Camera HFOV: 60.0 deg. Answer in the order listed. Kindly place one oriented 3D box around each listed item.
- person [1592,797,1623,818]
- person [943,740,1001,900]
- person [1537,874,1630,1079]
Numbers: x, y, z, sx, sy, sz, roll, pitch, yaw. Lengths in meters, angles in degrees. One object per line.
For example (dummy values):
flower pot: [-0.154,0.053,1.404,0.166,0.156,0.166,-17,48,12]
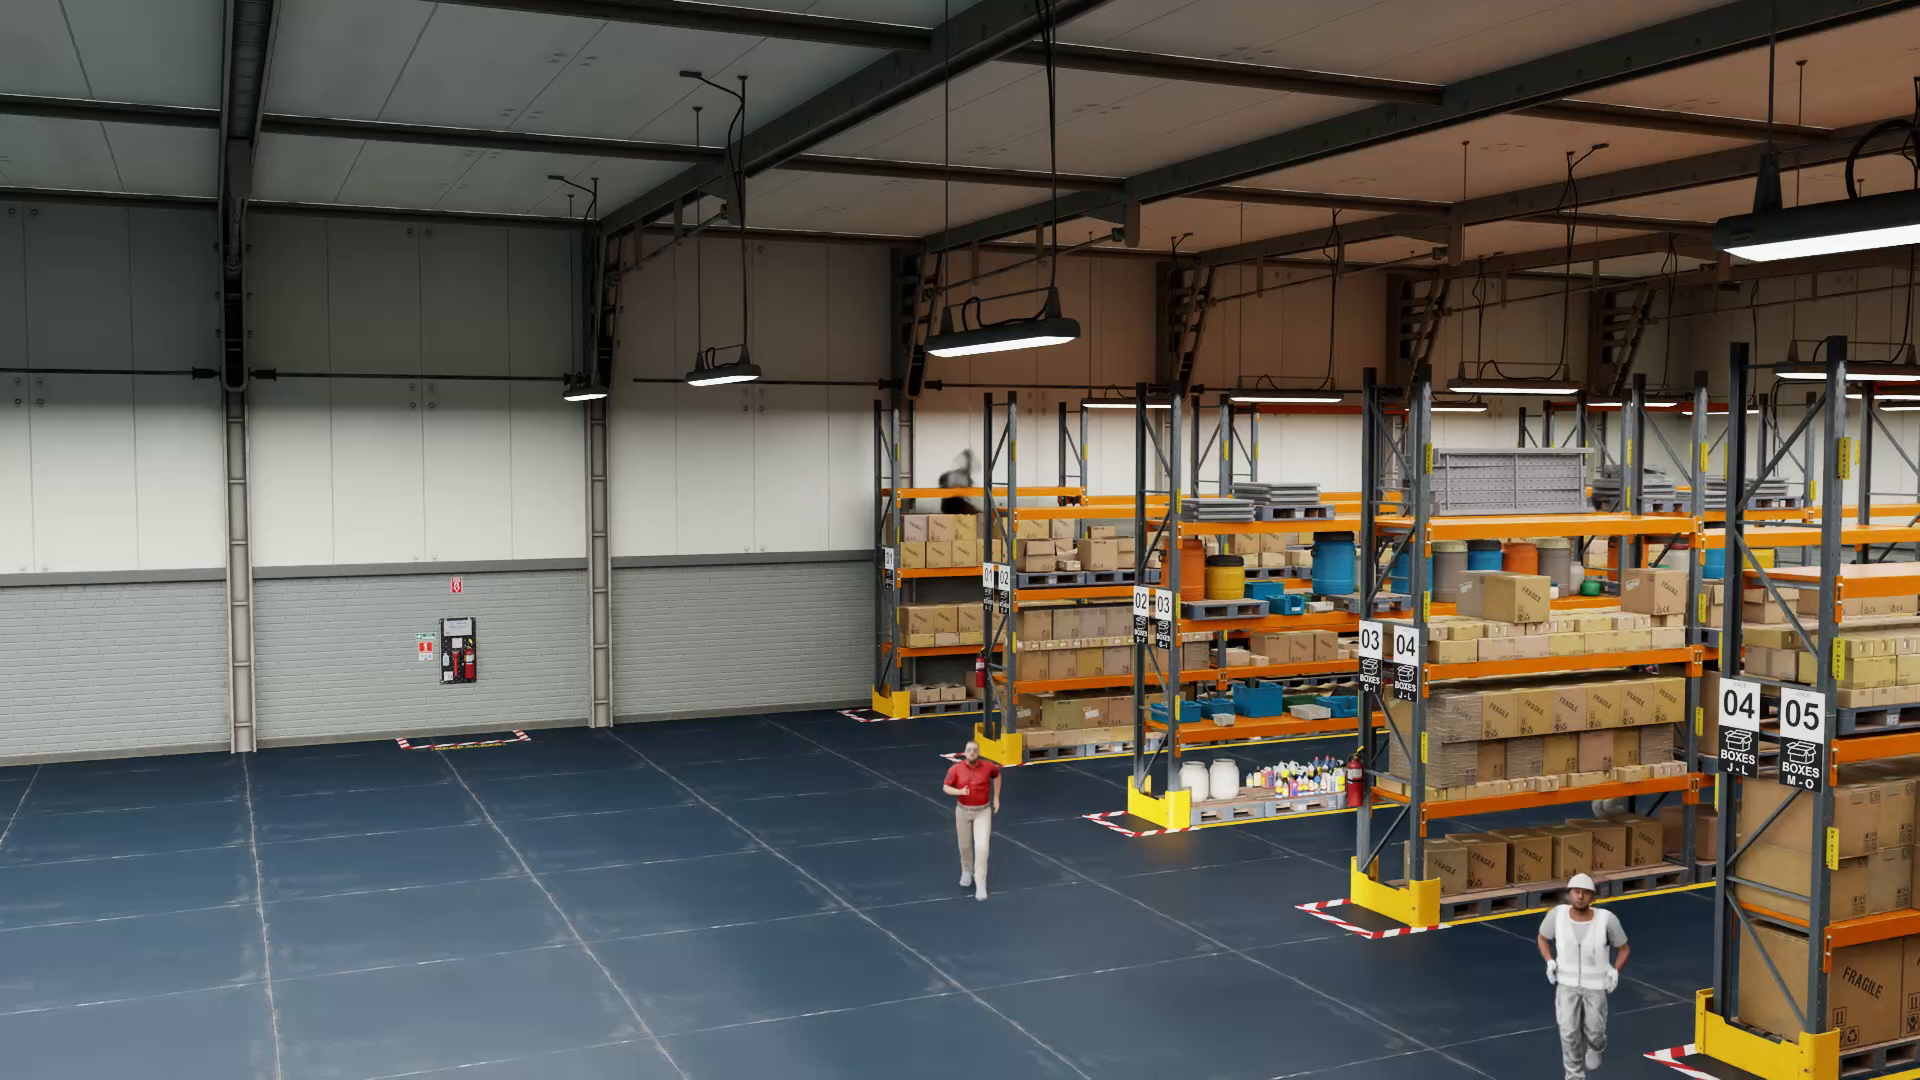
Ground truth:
person: [8.415,3.041,21.514,0.622,1.732,0.659,-2,4,-28]
person: [0.137,3.195,19.111,0.652,1.812,0.832,0,3,3]
person: [4.936,3.513,13.220,0.701,1.747,0.754,2,4,27]
